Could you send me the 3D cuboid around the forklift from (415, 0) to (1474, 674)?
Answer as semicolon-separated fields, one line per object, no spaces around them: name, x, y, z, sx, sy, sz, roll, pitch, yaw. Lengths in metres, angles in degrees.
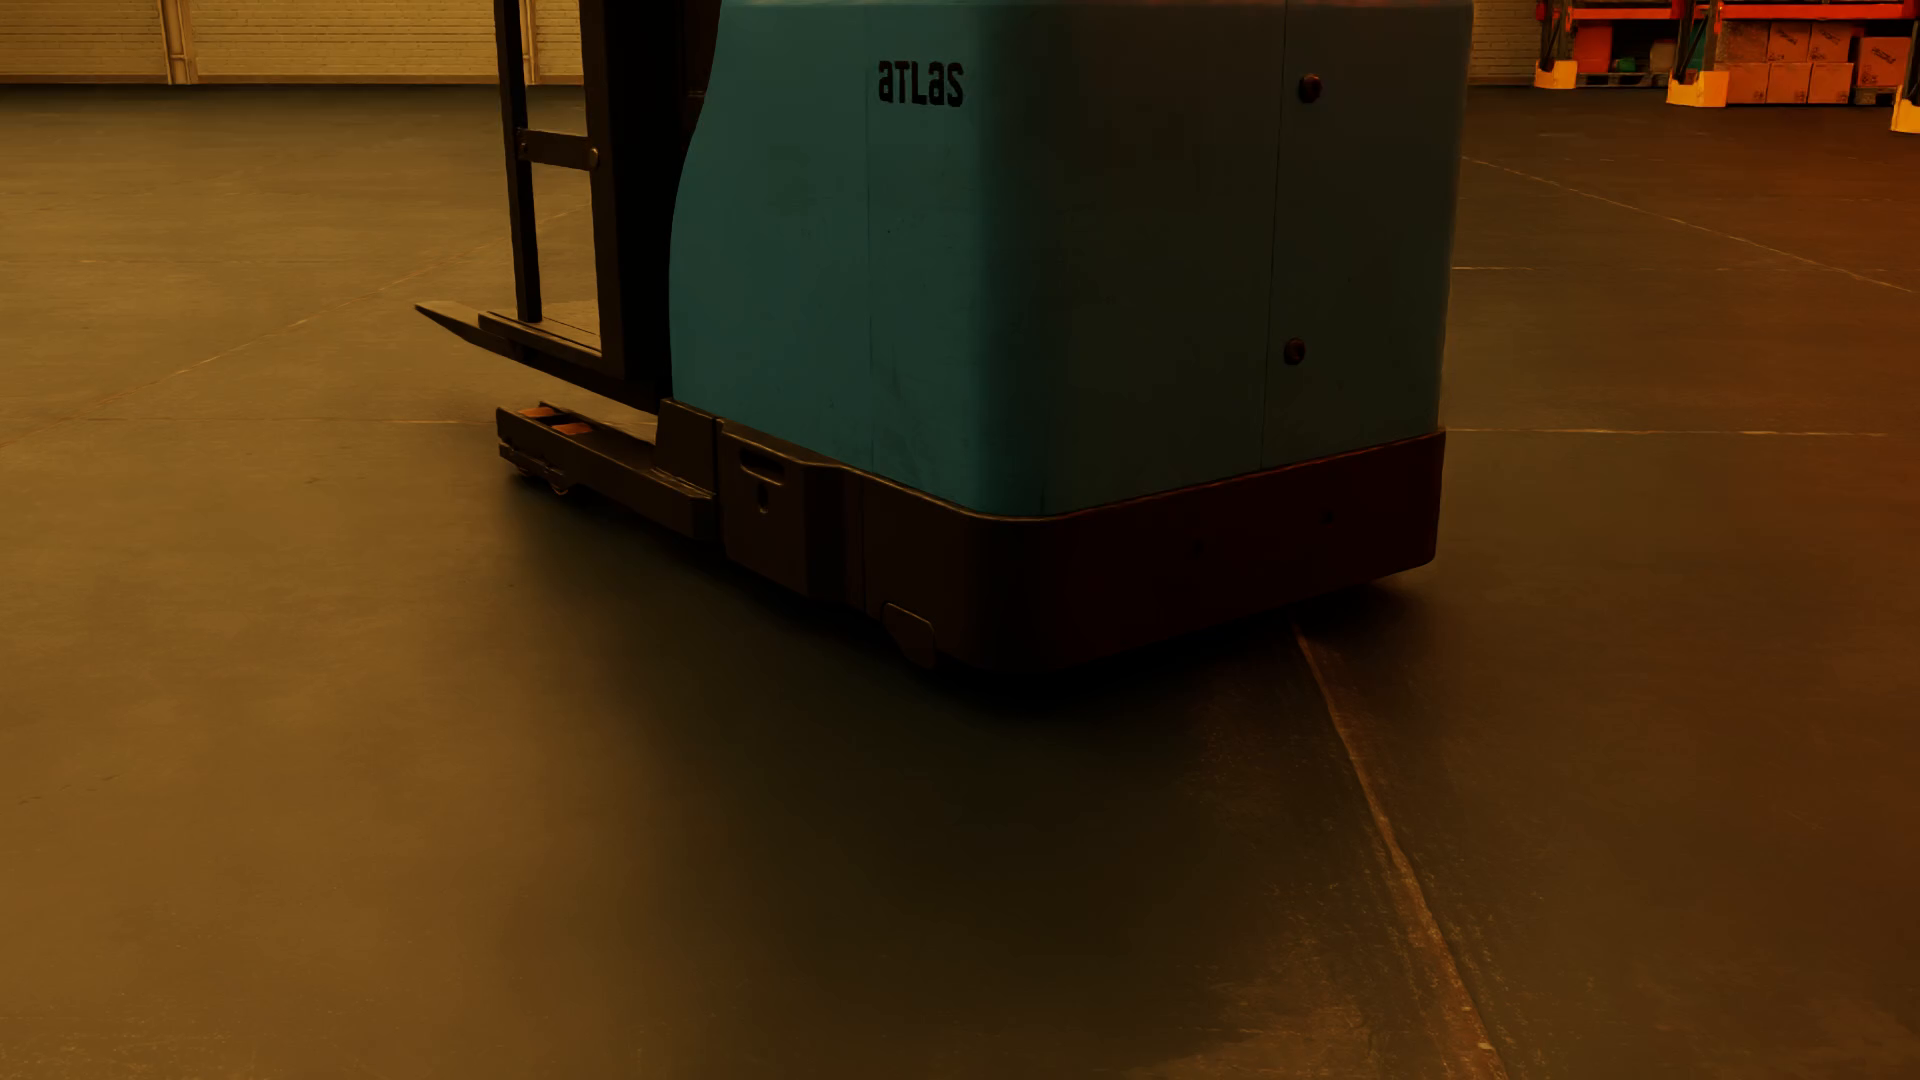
forklift;-0.410;-1.571;3.489;1.130;2.935;3.031;-12;21;-35
